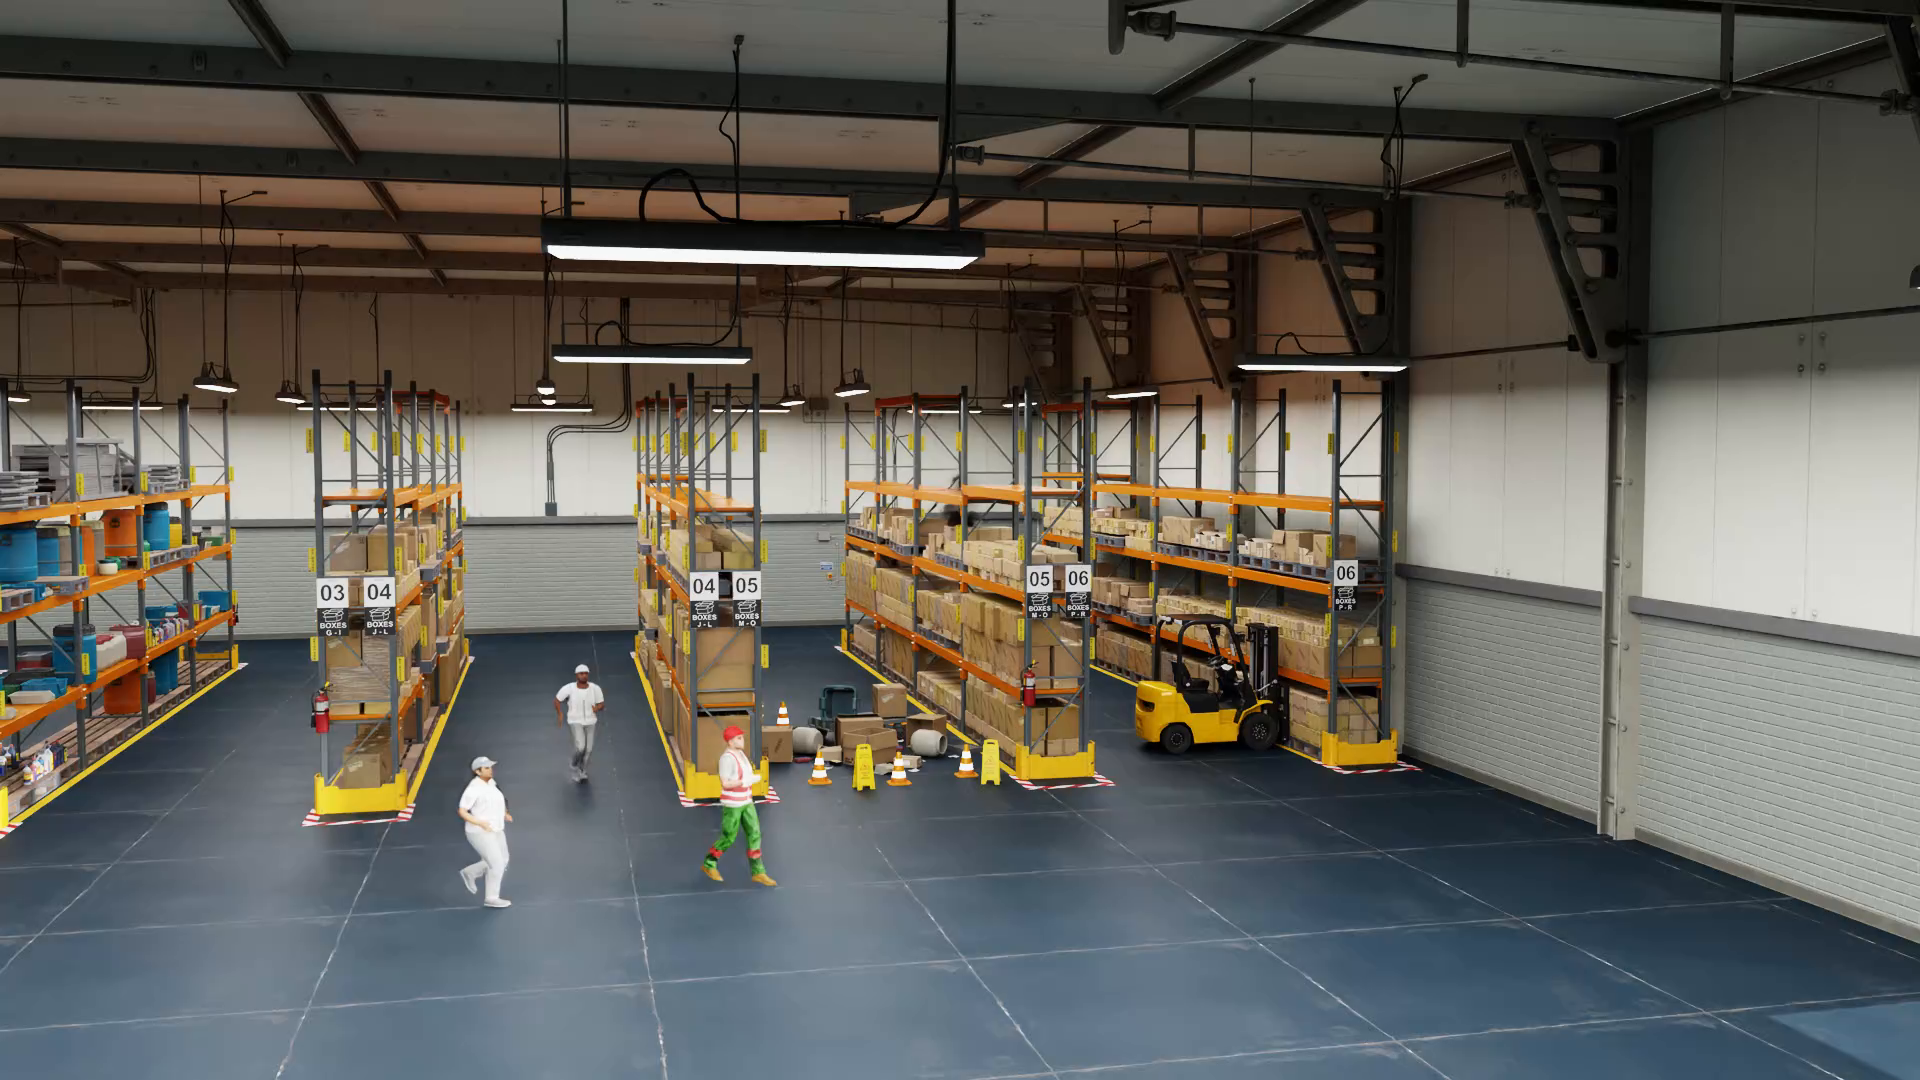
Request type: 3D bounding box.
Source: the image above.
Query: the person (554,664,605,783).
[{"bbox_3d":[-5.557,2.704,24.473,0.676,1.742,0.673,-2,4,-30],"label":"person"}]

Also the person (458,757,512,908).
[{"bbox_3d":[-5.177,3.151,18.013,0.664,1.619,0.611,1,3,14],"label":"person"}]

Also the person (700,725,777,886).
[{"bbox_3d":[-2.509,2.985,18.740,0.901,1.795,0.645,1,4,22],"label":"person"}]
